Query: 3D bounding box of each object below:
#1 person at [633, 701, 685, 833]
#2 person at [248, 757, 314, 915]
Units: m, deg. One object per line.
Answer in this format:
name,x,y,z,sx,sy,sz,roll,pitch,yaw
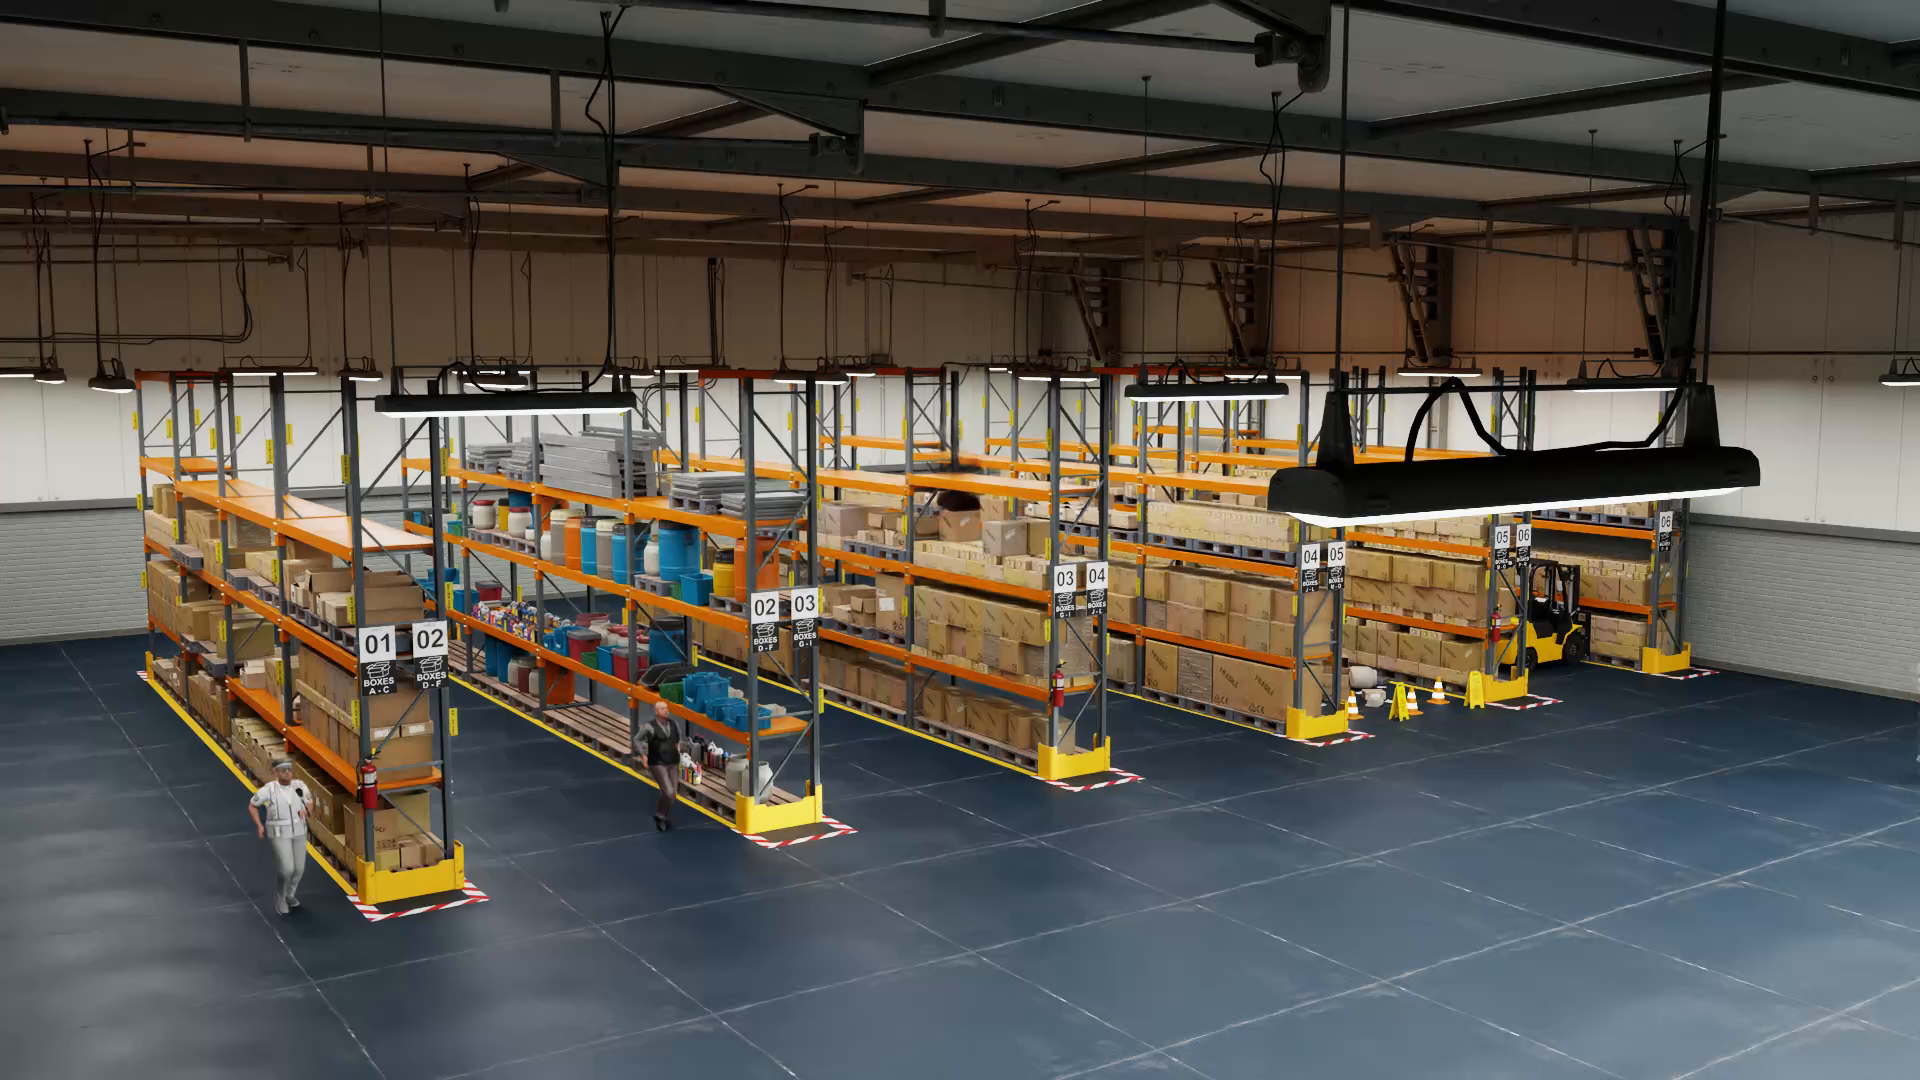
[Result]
person,-3.911,3.008,22.041,0.631,1.722,0.626,-6,9,-43
person,-7.614,3.347,18.830,0.639,1.795,0.643,-6,9,-44
